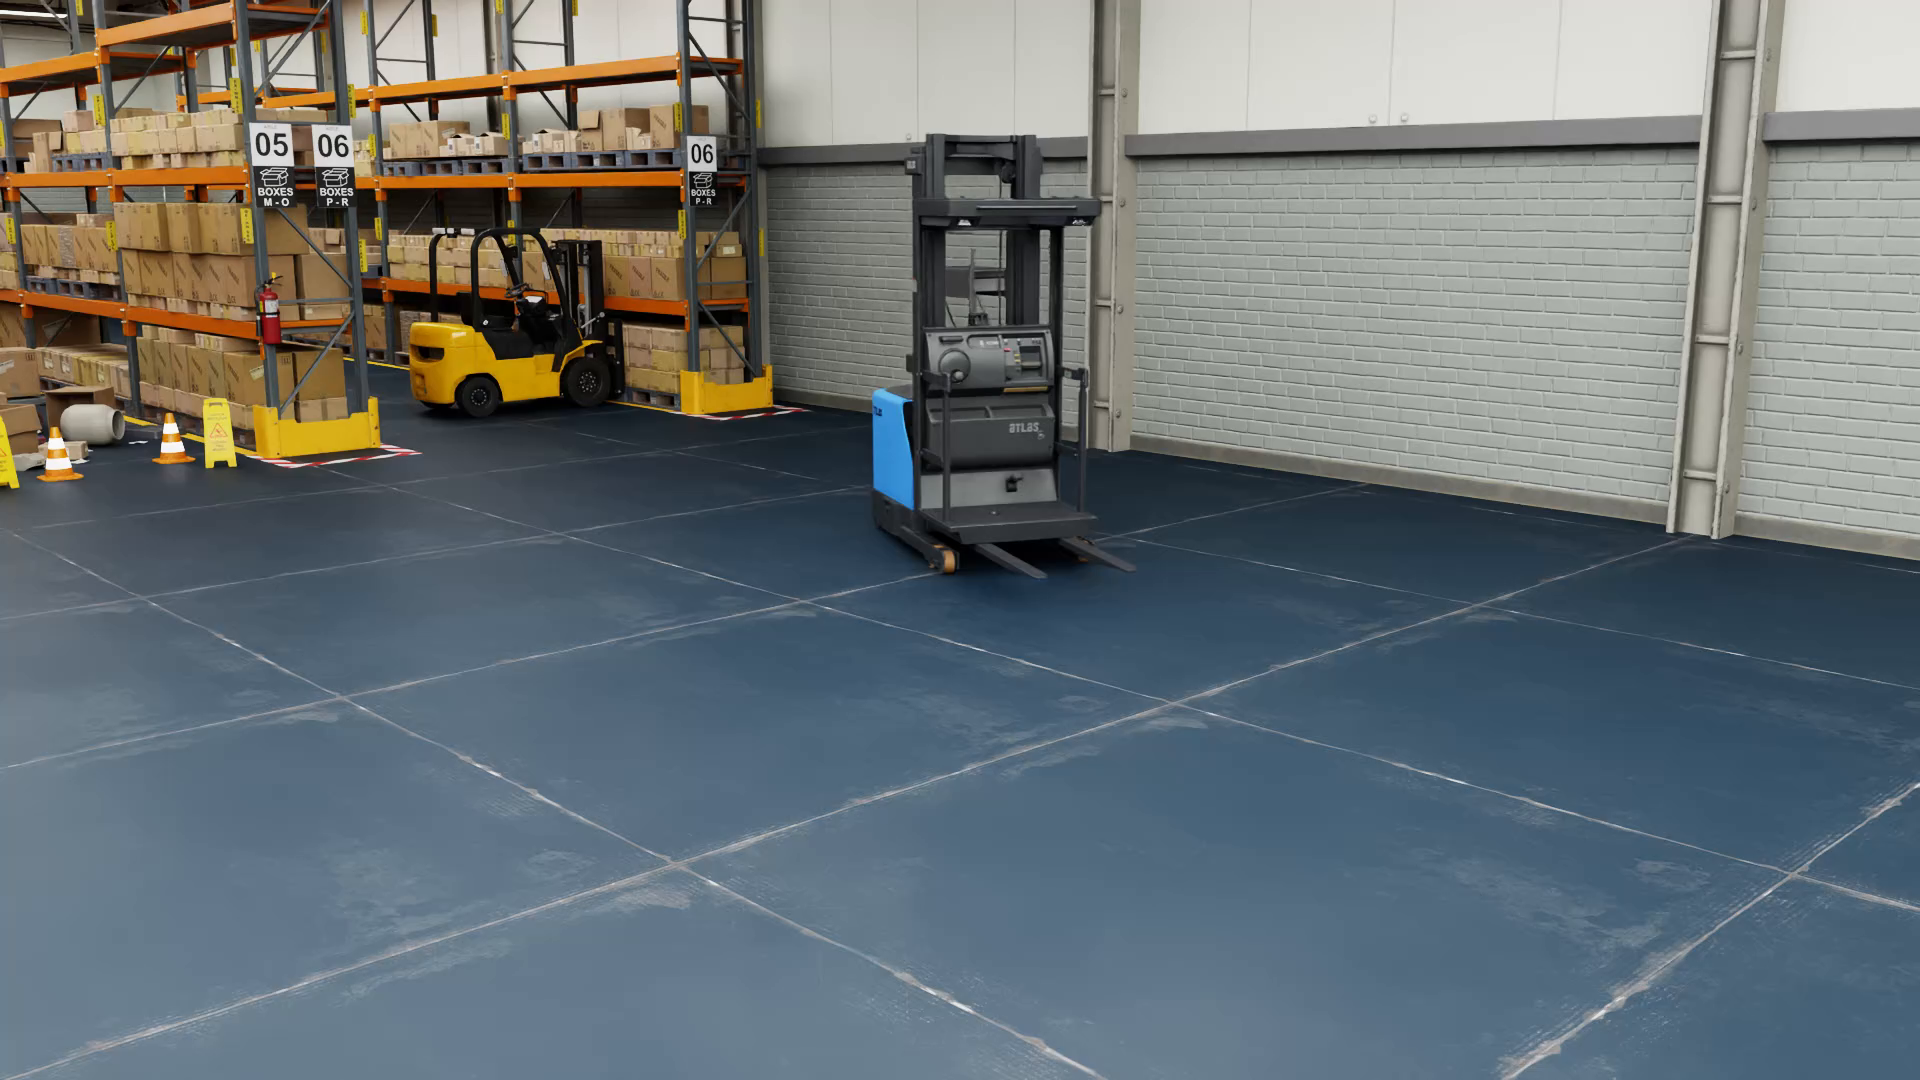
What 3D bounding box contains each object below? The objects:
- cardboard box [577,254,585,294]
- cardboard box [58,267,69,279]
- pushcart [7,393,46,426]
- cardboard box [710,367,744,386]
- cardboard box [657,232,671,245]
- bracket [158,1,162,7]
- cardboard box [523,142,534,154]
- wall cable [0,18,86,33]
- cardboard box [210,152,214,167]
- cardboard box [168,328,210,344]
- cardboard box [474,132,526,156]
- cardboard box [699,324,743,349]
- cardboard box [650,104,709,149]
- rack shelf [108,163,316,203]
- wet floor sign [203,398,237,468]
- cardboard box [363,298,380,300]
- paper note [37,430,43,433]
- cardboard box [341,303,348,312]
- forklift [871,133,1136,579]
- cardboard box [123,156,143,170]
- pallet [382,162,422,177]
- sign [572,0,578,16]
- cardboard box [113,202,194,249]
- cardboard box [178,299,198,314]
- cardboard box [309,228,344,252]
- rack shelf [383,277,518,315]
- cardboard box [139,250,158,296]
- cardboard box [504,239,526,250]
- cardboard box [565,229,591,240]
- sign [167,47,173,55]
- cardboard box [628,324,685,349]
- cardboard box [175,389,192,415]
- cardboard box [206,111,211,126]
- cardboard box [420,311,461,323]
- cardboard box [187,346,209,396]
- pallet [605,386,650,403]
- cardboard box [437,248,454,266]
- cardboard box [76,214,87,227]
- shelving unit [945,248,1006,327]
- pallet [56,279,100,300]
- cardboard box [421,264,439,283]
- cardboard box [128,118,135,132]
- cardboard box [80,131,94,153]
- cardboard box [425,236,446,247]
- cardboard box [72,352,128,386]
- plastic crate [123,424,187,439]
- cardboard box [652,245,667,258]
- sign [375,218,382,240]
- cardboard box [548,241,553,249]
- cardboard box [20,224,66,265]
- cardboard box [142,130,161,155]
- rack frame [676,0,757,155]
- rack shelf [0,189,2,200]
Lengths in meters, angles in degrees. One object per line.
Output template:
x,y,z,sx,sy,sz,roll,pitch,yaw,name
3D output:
-4.738,-3.433,21.391,0.500,0.500,0.500,-11,16,-43,cardboard box
-11.113,-3.373,20.933,0.380,0.149,0.250,-10,15,-39,cardboard box
-10.779,-1.331,17.935,0.936,0.377,1.648,6,13,26,pushcart
-3.013,-2.006,20.489,0.500,0.250,0.500,-11,16,-42,cardboard box
-3.408,-3.615,19.933,0.380,0.149,0.250,-11,16,-42,cardboard box
-15.618,-10.615,32.713,0.235,0.232,0.430,-11,16,-43,bracket
-5.487,-5.125,21.754,0.380,0.149,0.250,-10,16,-41,cardboard box
-18.997,-8.926,33.342,2.988,3.039,0.133,-11,16,-43,wall cable
-7.332,-3.837,16.790,0.380,0.149,0.250,-11,16,-42,cardboard box
-8.365,-2.220,18.060,0.380,0.149,0.250,-10,15,-39,cardboard box
-6.253,-5.384,22.609,0.500,0.311,0.500,11,16,43,cardboard box
-3.010,-2.494,20.377,0.500,0.250,0.500,-11,16,-43,cardboard box
-3.297,-4.852,19.558,0.500,0.500,0.500,-10,15,-41,cardboard box
-7.784,-3.765,17.601,1.077,0.370,4.000,-11,16,-43,rack shelf
-7.045,-1.026,15.793,0.267,0.644,0.232,-5,13,-23,wet floor sign
-9.715,-3.902,27.465,0.380,0.149,0.250,-11,16,-42,cardboard box
-10.033,-1.171,18.018,0.148,0.019,0.142,-11,16,-43,paper note
-9.759,-3.749,26.722,0.250,0.149,0.380,11,16,42,cardboard box
0.286,-1.295,11.434,1.130,2.935,3.031,-4,12,-19,forklift
-8.988,-4.160,18.359,0.380,0.149,0.250,-11,16,-42,cardboard box
-7.806,-5.506,24.737,1.213,0.211,1.003,-10,15,-40,pallet
-5.159,-7.179,22.250,0.100,0.325,0.005,-11,16,-43,sign
-9.018,-3.530,18.648,0.700,0.500,0.500,-11,16,-43,cardboard box
-8.108,-2.505,17.761,0.380,0.149,0.250,-11,16,-43,cardboard box
-10.030,-4.762,26.805,0.700,0.500,0.500,-11,16,-43,cardboard box
-6.959,-3.572,24.097,1.077,0.370,4.000,-11,16,-43,rack shelf
-8.699,-2.962,18.367,0.500,0.500,0.500,-11,16,-43,cardboard box
-5.974,-4.018,22.624,0.380,0.149,0.250,-10,15,-41,cardboard box
-4.841,-3.909,21.359,0.380,0.149,0.250,-11,16,-43,cardboard box
-14.257,-8.742,30.034,0.100,0.325,0.005,-11,16,-43,sign
-3.716,-2.495,20.381,0.500,0.250,0.500,-11,16,-42,cardboard box
-8.208,-1.522,18.138,0.500,0.250,0.500,-11,16,-43,cardboard box
-7.327,-4.223,16.688,0.380,0.149,0.250,-11,16,-42,cardboard box
-7.462,-3.071,24.730,0.875,0.625,0.625,-10,15,-41,cardboard box
-7.851,-1.813,17.694,0.500,0.500,0.500,11,16,44,cardboard box
-4.212,-1.966,21.433,1.003,0.211,1.213,-11,16,-43,pallet
-7.146,-4.065,23.843,0.500,0.250,0.500,-11,16,-42,cardboard box
-10.339,-3.829,19.932,0.250,0.149,0.380,11,16,43,cardboard box
0.097,-1.265,13.347,0.431,2.100,0.503,-8,14,-35,shelving unit
-10.531,-3.147,20.726,1.003,0.211,1.213,-11,16,-43,pallet
-7.506,-3.895,24.257,0.500,0.250,0.500,11,16,43,cardboard box
-8.807,-4.511,18.088,0.250,0.149,0.380,11,16,43,cardboard box
-10.019,-4.681,19.595,0.500,0.250,0.500,-11,16,-42,cardboard box
-7.567,-4.353,24.253,0.380,0.149,0.250,-11,16,-42,cardboard box
-10.509,-2.140,20.839,0.950,0.372,0.625,-10,15,-41,cardboard box
-8.674,-1.167,17.875,0.583,0.080,0.402,6,13,26,plastic crate
-3.455,-3.460,19.916,0.380,0.149,0.250,-11,16,-42,cardboard box
-8.726,-4.667,24.958,0.100,0.325,0.005,-11,16,-43,sign
-5.167,-3.844,21.780,0.380,0.149,0.250,-11,16,-43,cardboard box
-11.784,-3.826,21.523,0.500,0.500,0.500,11,16,44,cardboard box
-8.360,-4.230,17.711,0.500,0.250,0.500,-11,16,-42,cardboard box
-2.815,-5.987,19.169,1.000,3.000,0.127,-11,16,-43,rack frame
-16.071,-5.516,26.101,1.077,0.370,4.000,-11,16,-43,rack shelf
